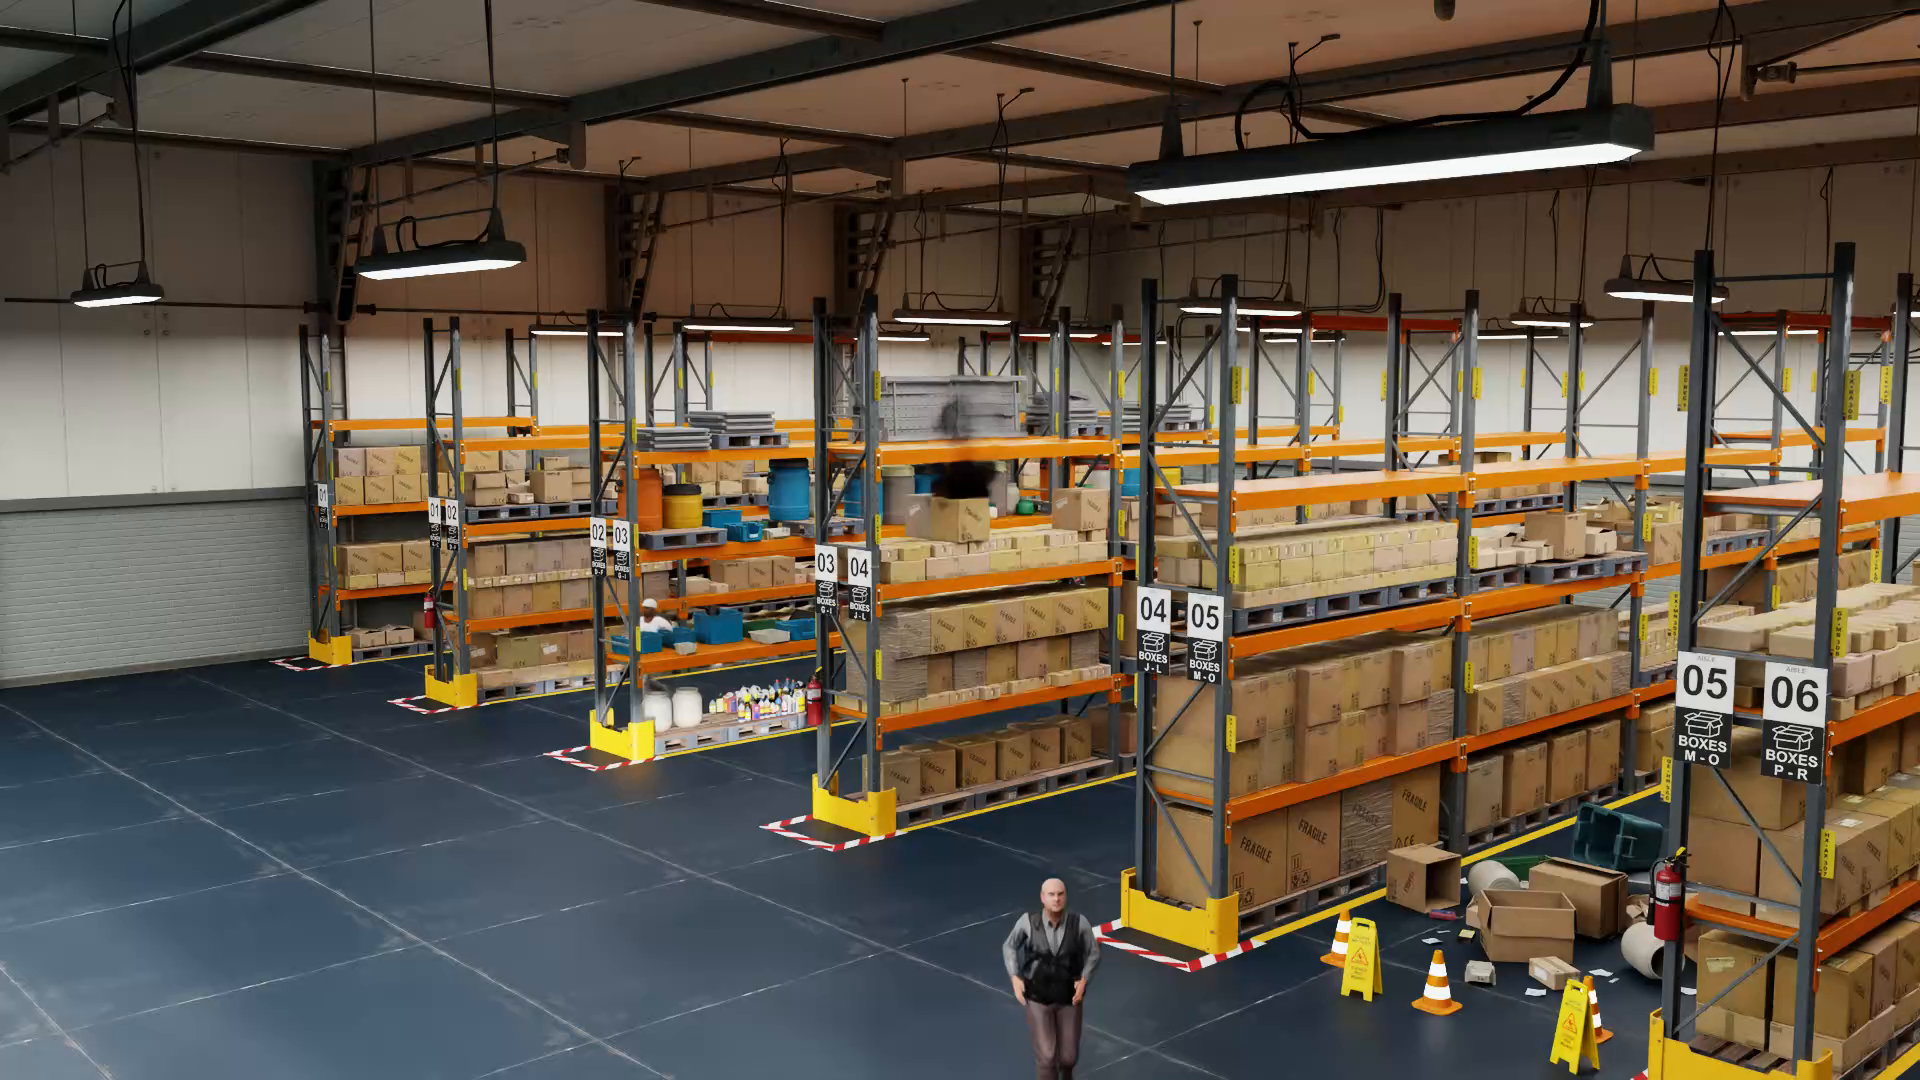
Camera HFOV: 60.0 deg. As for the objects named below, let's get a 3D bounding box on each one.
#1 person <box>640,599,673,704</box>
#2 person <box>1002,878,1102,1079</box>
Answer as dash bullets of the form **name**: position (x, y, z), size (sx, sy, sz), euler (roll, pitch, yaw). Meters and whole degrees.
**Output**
- **person**: position (-4.681, 1.747, 25.062), size (0.698, 1.745, 0.897), euler (4, 7, 32)
- **person**: position (0.613, 3.168, 11.505), size (0.638, 1.711, 0.749), euler (0, 6, -1)
